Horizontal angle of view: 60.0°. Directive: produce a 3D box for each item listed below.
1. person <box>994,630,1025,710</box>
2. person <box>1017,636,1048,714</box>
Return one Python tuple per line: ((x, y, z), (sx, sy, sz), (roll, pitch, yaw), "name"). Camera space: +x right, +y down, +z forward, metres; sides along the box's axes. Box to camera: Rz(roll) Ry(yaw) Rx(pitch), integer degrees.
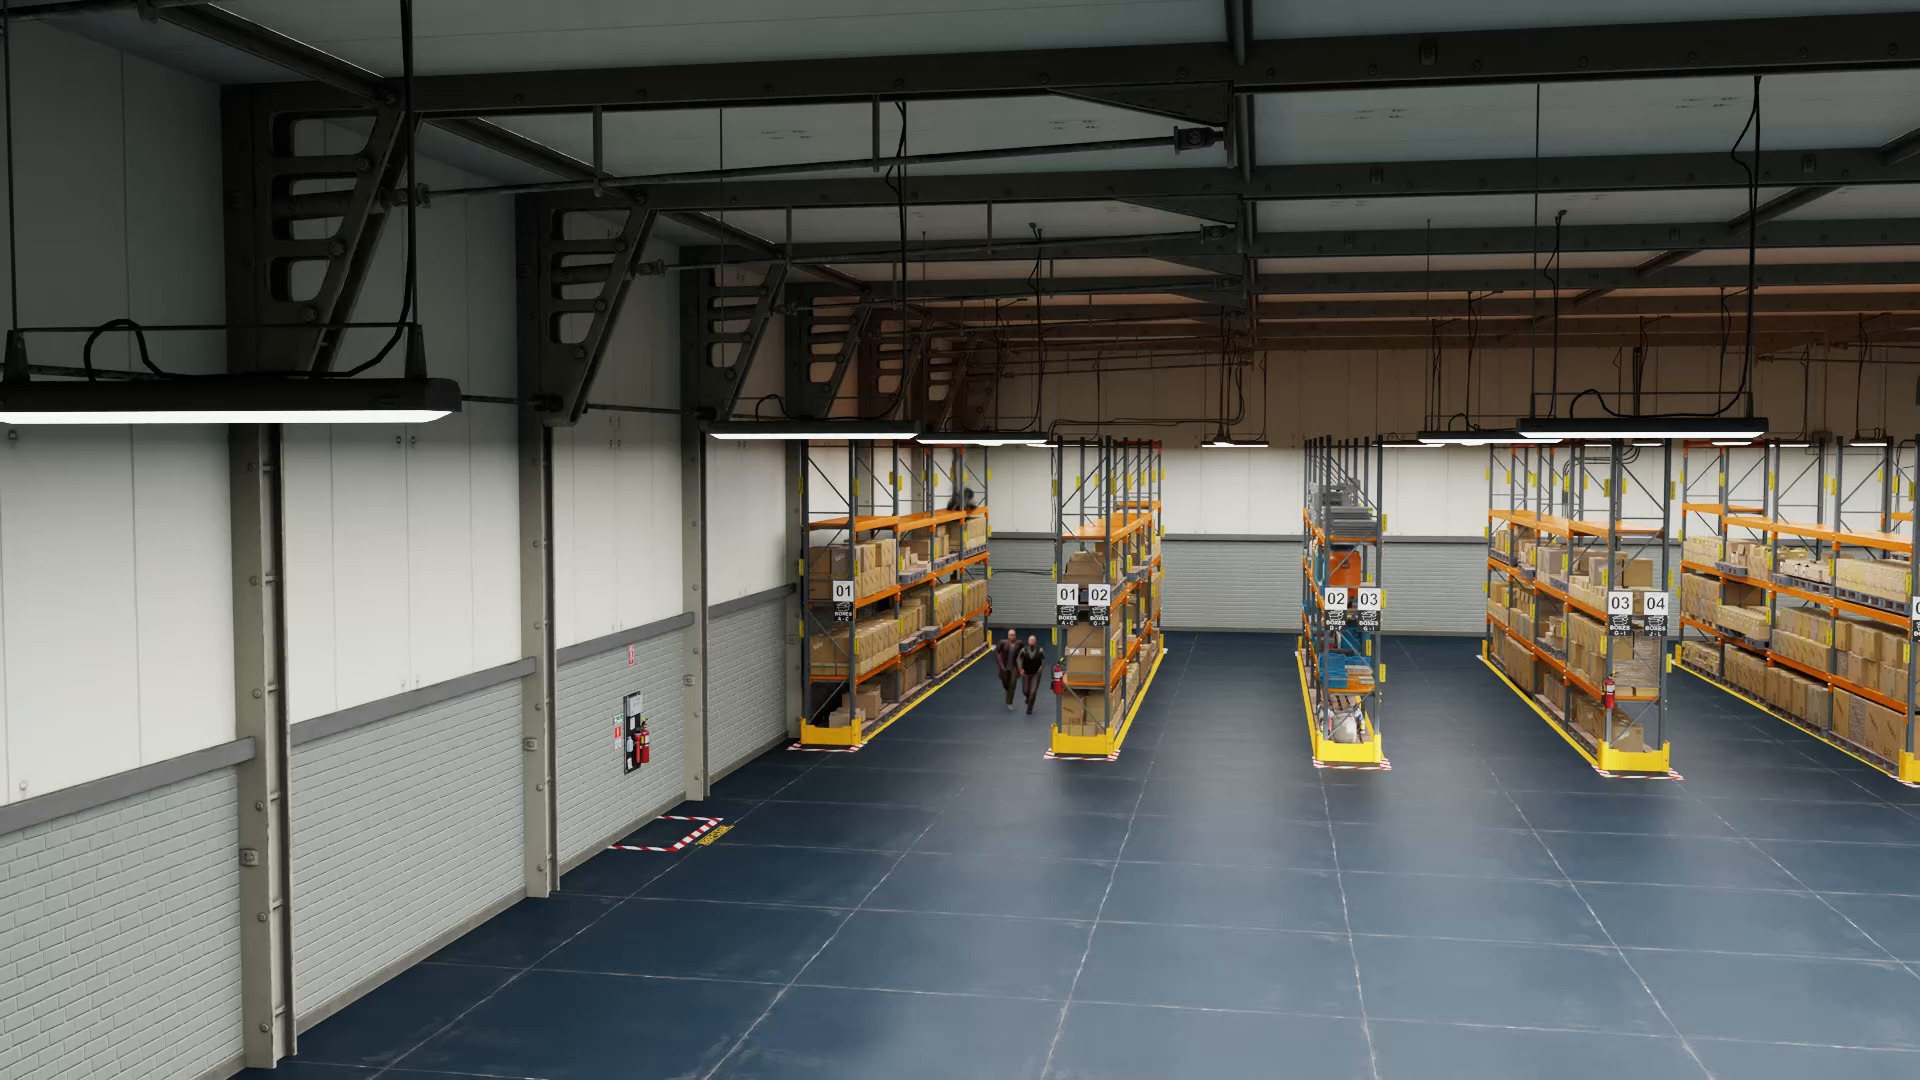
((1.119, 2.873, 37.075), (0.714, 1.754, 1.032), (0, 3, 0), "person")
((1.577, 2.929, 36.301), (0.677, 1.687, 0.581), (0, 3, 5), "person")
